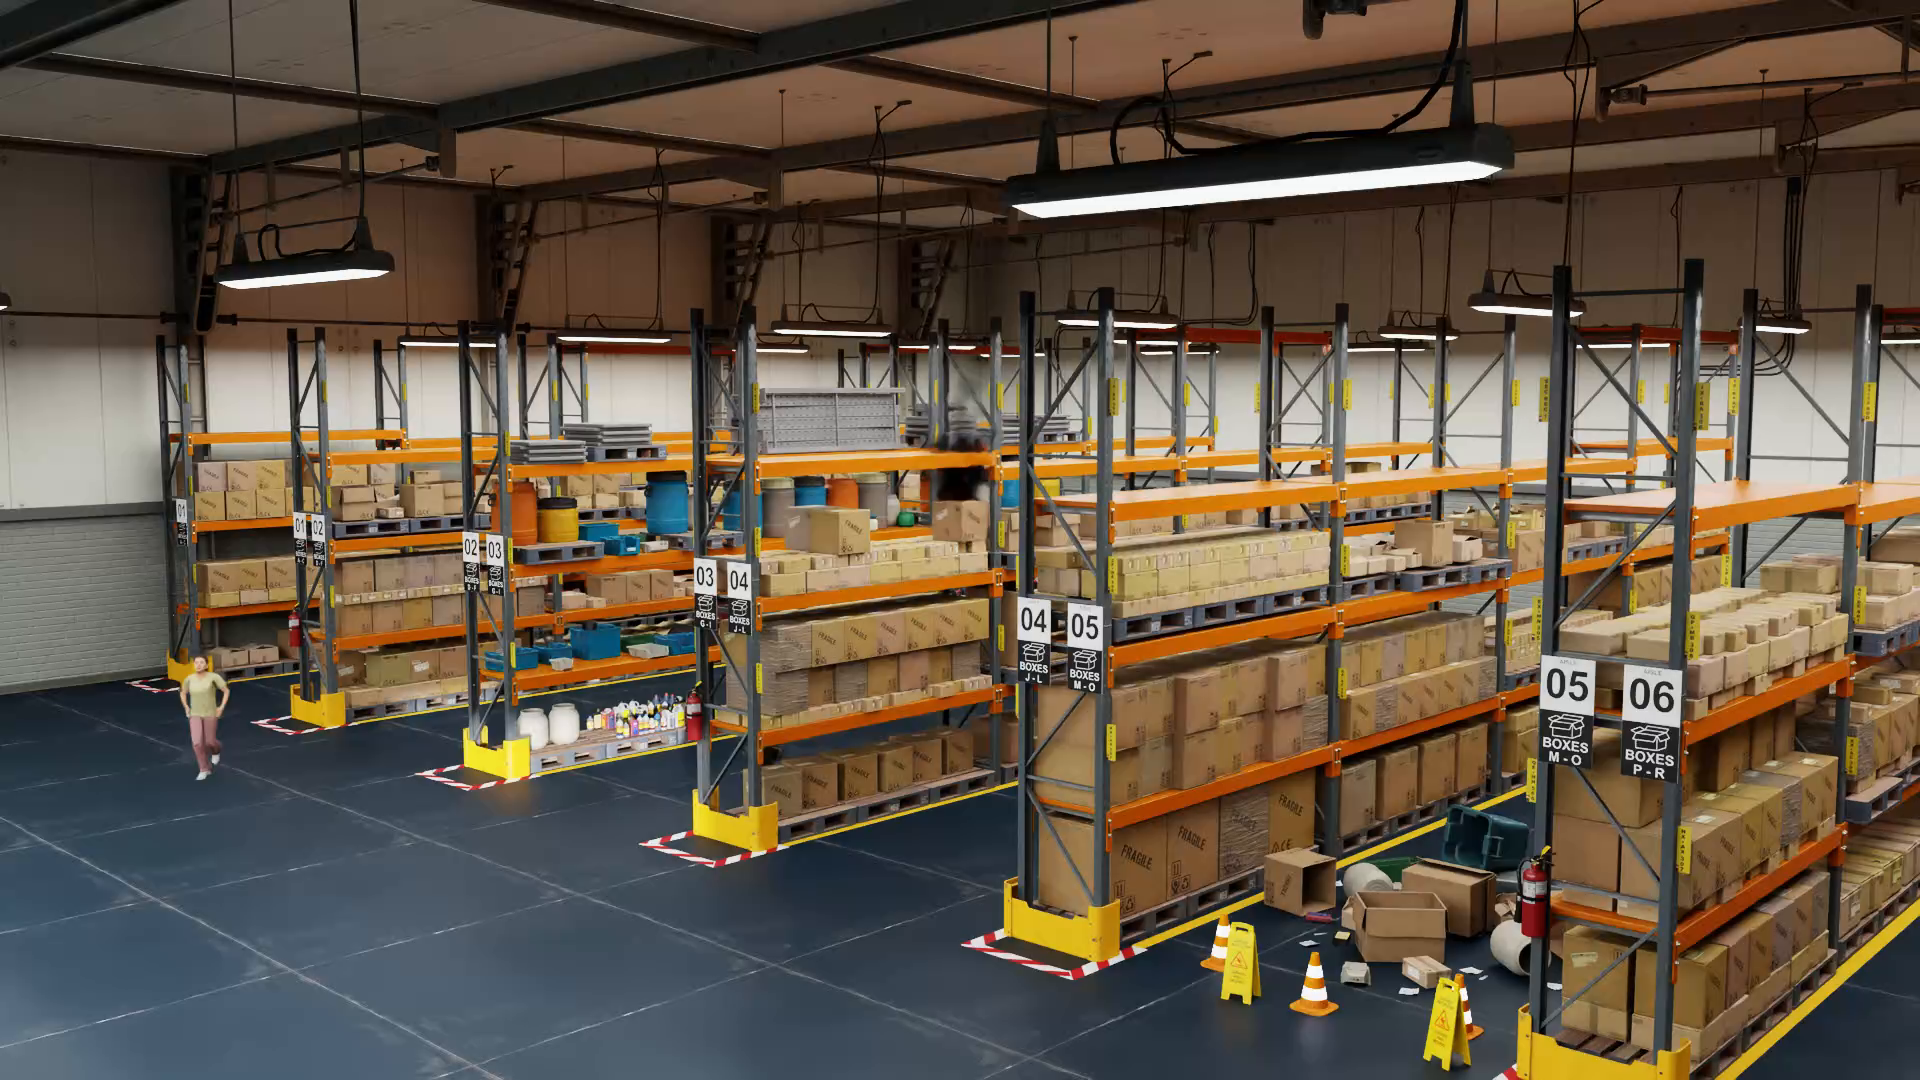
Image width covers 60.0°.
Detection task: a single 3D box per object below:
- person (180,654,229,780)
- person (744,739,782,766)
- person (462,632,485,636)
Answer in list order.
[{"bbox_3d":[-9.979,2.301,21.956,0.577,1.632,0.632,-1,6,-13],"label":"person"},{"bbox_3d":[-2.448,2.306,21.107,0.718,1.746,0.632,5,7,42],"label":"person"},{"bbox_3d":[-8.592,1.567,29.407,0.660,1.674,0.604,5,7,42],"label":"person"}]
